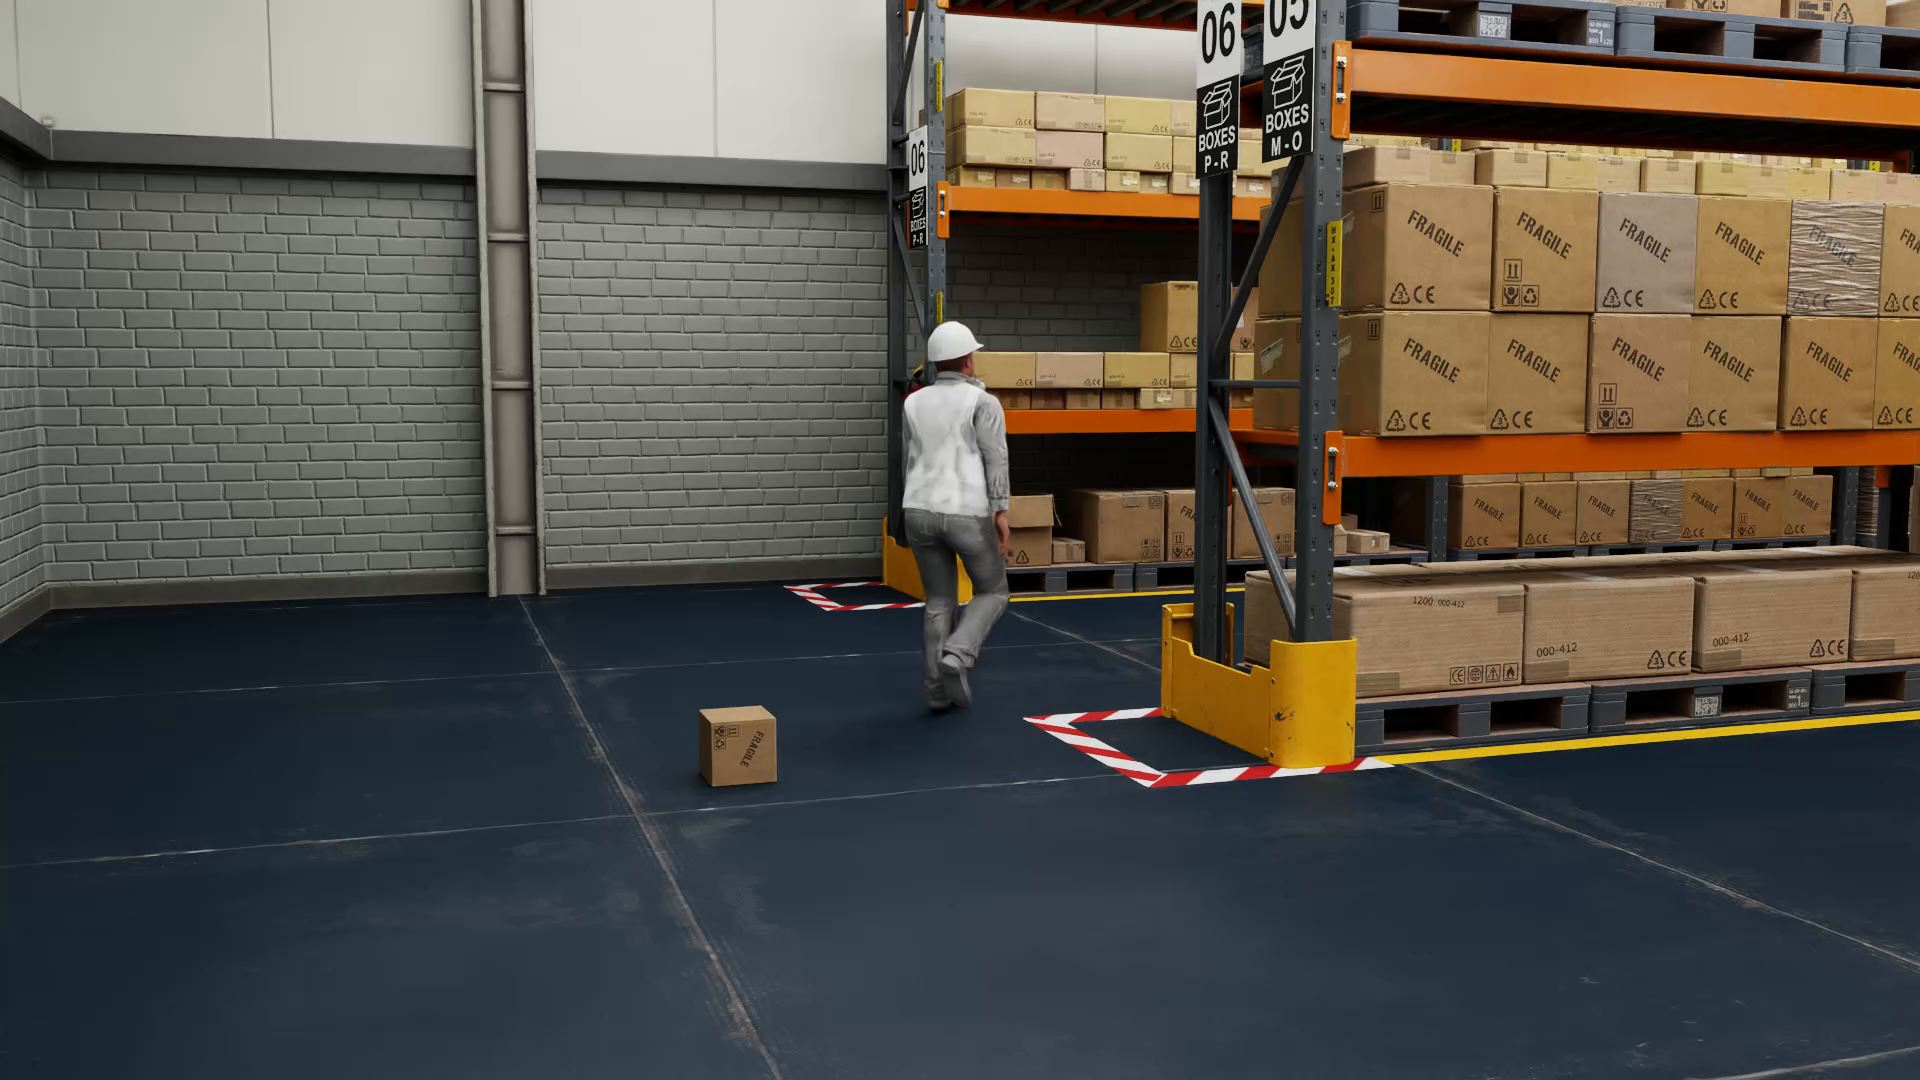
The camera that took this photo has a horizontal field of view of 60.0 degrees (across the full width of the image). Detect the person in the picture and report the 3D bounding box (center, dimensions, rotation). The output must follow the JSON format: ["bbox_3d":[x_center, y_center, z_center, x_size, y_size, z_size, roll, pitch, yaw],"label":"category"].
[{"bbox_3d":[-0.016,-0.112,7.595,0.599,1.758,0.518,3,6,25],"label":"person"}]
